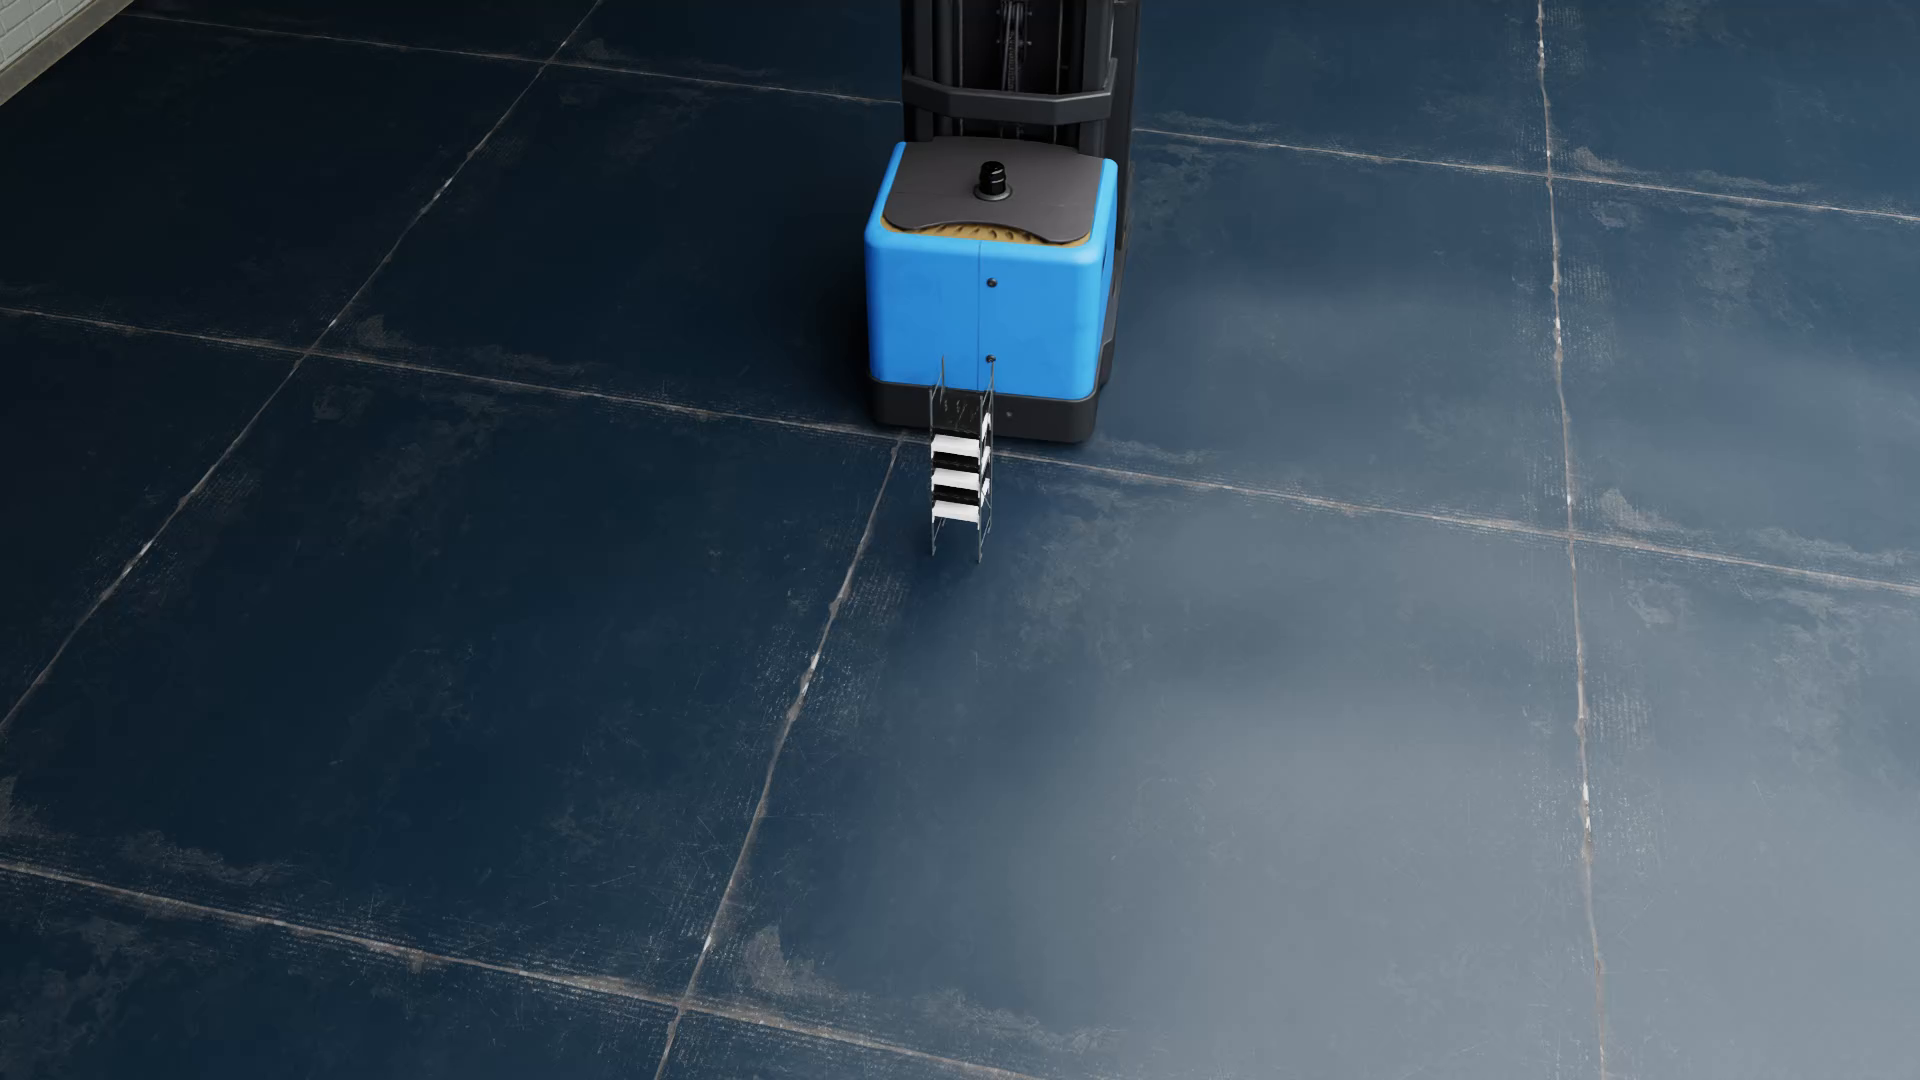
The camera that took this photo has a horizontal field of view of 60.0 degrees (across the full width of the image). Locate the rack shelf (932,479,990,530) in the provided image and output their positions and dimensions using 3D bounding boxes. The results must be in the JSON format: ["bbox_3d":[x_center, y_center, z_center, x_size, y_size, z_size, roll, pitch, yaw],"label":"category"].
[{"bbox_3d":[0.008,-0.169,7.045,0.200,0.077,0.258,9,45,9],"label":"rack shelf"}]

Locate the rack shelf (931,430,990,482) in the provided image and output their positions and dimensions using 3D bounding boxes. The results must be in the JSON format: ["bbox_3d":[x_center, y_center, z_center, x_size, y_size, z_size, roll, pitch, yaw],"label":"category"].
[{"bbox_3d":[0.008,-0.364,6.857,0.200,0.077,0.258,9,45,9],"label":"rack shelf"}]

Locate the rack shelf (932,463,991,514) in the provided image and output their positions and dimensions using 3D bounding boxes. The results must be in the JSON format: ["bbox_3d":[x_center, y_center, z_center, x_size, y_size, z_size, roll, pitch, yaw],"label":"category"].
[{"bbox_3d":[0.008,-0.234,6.982,0.200,0.077,0.258,9,45,9],"label":"rack shelf"}]

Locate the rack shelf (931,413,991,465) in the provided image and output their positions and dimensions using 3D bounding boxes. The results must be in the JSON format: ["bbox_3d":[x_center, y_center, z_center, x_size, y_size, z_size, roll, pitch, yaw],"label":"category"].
[{"bbox_3d":[0.008,-0.429,6.795,0.200,0.077,0.258,9,45,9],"label":"rack shelf"}]

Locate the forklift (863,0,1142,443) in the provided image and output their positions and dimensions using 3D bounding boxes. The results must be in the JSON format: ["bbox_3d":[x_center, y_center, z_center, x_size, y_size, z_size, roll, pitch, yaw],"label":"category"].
[{"bbox_3d":[0.313,-2.529,7.724,1.130,2.935,3.031,6,44,6],"label":"forklift"}]

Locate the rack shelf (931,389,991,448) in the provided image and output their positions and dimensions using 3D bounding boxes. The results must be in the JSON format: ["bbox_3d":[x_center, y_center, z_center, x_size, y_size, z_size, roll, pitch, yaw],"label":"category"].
[{"bbox_3d":[0.008,-0.493,6.733,0.200,0.077,0.258,9,45,9],"label":"rack shelf"}]

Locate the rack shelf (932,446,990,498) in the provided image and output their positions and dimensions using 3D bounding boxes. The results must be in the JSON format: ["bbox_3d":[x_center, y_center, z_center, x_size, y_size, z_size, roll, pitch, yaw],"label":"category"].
[{"bbox_3d":[0.008,-0.299,6.920,0.200,0.077,0.258,9,45,9],"label":"rack shelf"}]

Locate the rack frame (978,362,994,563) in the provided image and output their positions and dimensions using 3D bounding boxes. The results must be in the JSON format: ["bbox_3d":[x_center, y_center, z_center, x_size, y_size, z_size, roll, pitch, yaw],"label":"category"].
[{"bbox_3d":[0.107,-0.308,6.881,0.006,0.900,0.240,9,45,9],"label":"rack frame"}]

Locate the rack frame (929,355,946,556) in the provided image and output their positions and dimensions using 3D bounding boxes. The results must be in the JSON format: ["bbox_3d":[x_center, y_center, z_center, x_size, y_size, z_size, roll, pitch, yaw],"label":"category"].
[{"bbox_3d":[-0.091,-0.338,6.913,0.006,0.900,0.240,9,45,9],"label":"rack frame"}]

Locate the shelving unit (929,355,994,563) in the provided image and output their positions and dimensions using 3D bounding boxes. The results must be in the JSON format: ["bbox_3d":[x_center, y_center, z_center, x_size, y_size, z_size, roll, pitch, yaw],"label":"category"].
[{"bbox_3d":[0.008,-0.323,6.897,0.210,0.900,0.258,9,45,9],"label":"shelving unit"}]
